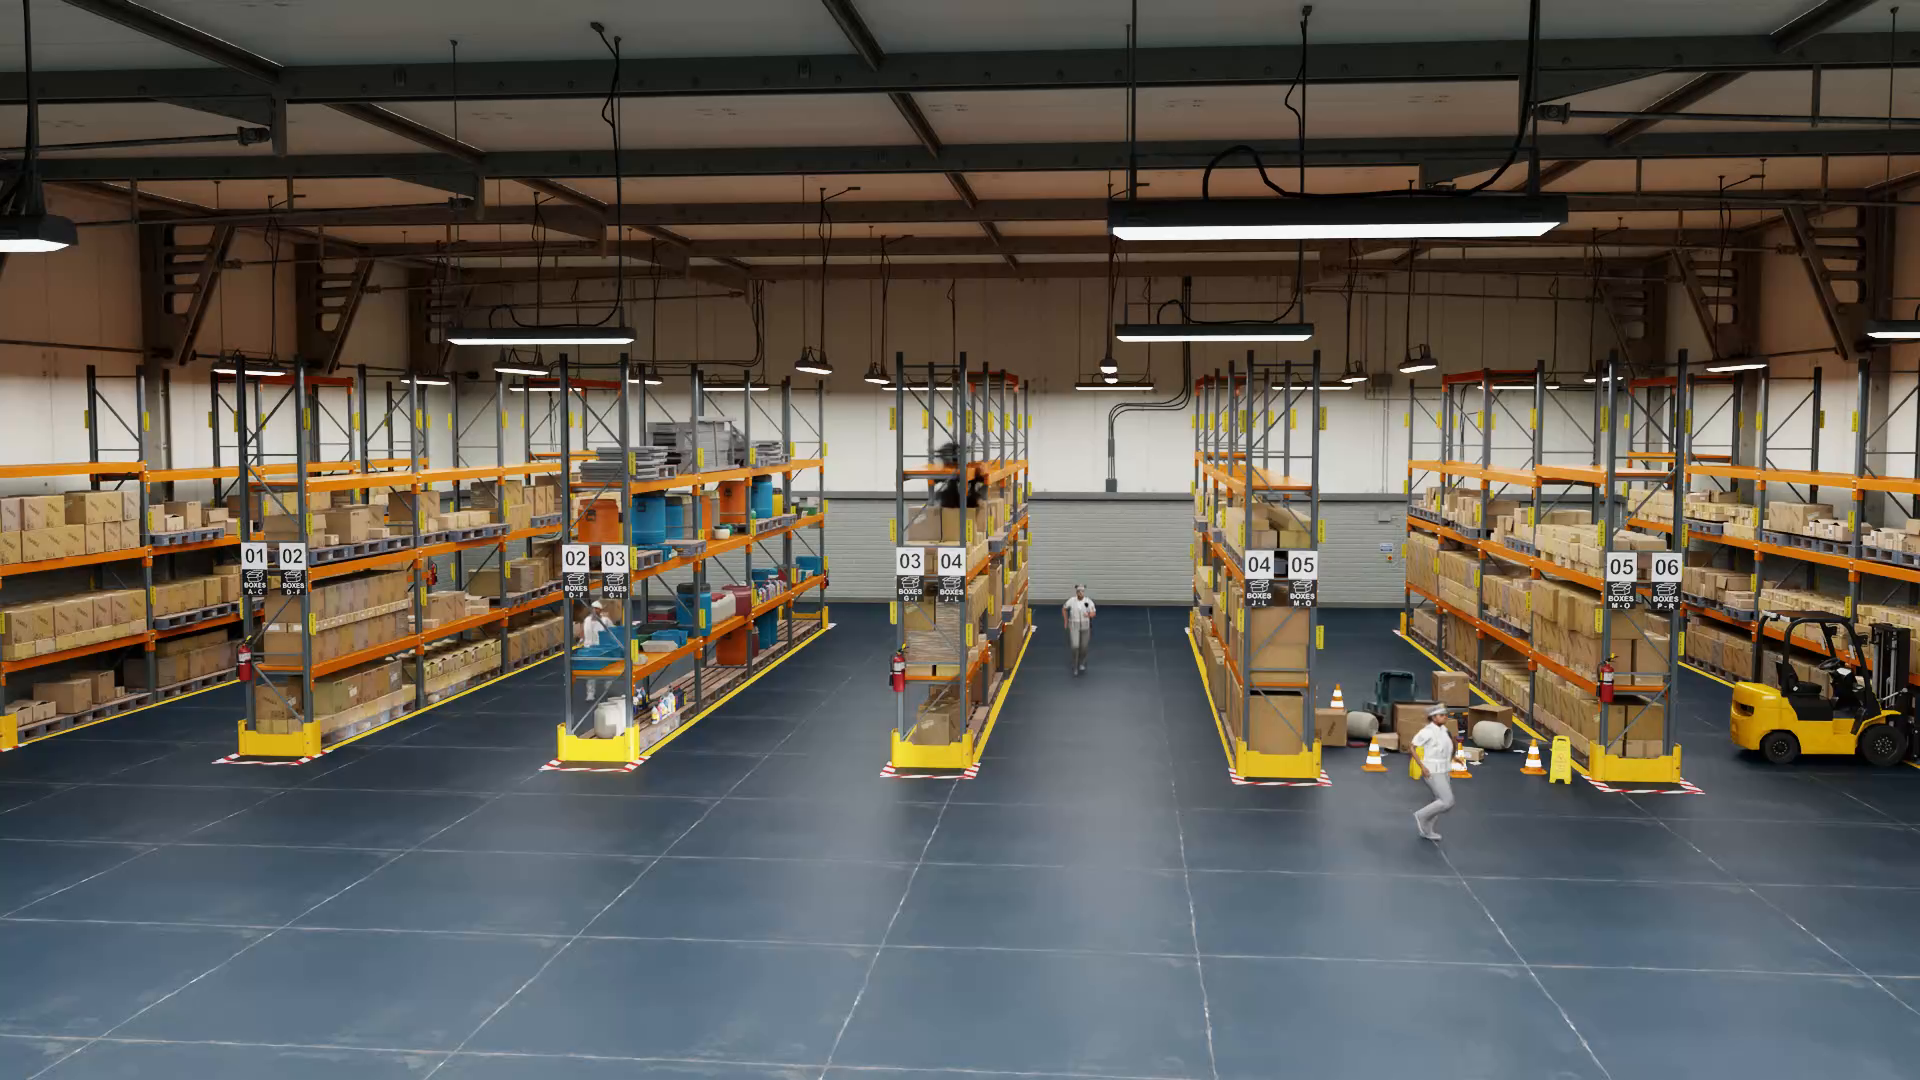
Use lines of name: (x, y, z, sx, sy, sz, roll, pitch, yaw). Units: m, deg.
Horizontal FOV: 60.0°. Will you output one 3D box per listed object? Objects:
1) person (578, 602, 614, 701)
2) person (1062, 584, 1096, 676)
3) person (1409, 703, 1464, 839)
person: (-6.566, 1.989, 30.000, 0.698, 1.755, 0.855, 0, 4, 7)
person: (2.375, 1.785, 32.983, 0.631, 1.850, 0.754, 0, 4, -4)
person: (5.727, 2.764, 19.815, 0.564, 1.657, 0.562, -4, 6, -44)
